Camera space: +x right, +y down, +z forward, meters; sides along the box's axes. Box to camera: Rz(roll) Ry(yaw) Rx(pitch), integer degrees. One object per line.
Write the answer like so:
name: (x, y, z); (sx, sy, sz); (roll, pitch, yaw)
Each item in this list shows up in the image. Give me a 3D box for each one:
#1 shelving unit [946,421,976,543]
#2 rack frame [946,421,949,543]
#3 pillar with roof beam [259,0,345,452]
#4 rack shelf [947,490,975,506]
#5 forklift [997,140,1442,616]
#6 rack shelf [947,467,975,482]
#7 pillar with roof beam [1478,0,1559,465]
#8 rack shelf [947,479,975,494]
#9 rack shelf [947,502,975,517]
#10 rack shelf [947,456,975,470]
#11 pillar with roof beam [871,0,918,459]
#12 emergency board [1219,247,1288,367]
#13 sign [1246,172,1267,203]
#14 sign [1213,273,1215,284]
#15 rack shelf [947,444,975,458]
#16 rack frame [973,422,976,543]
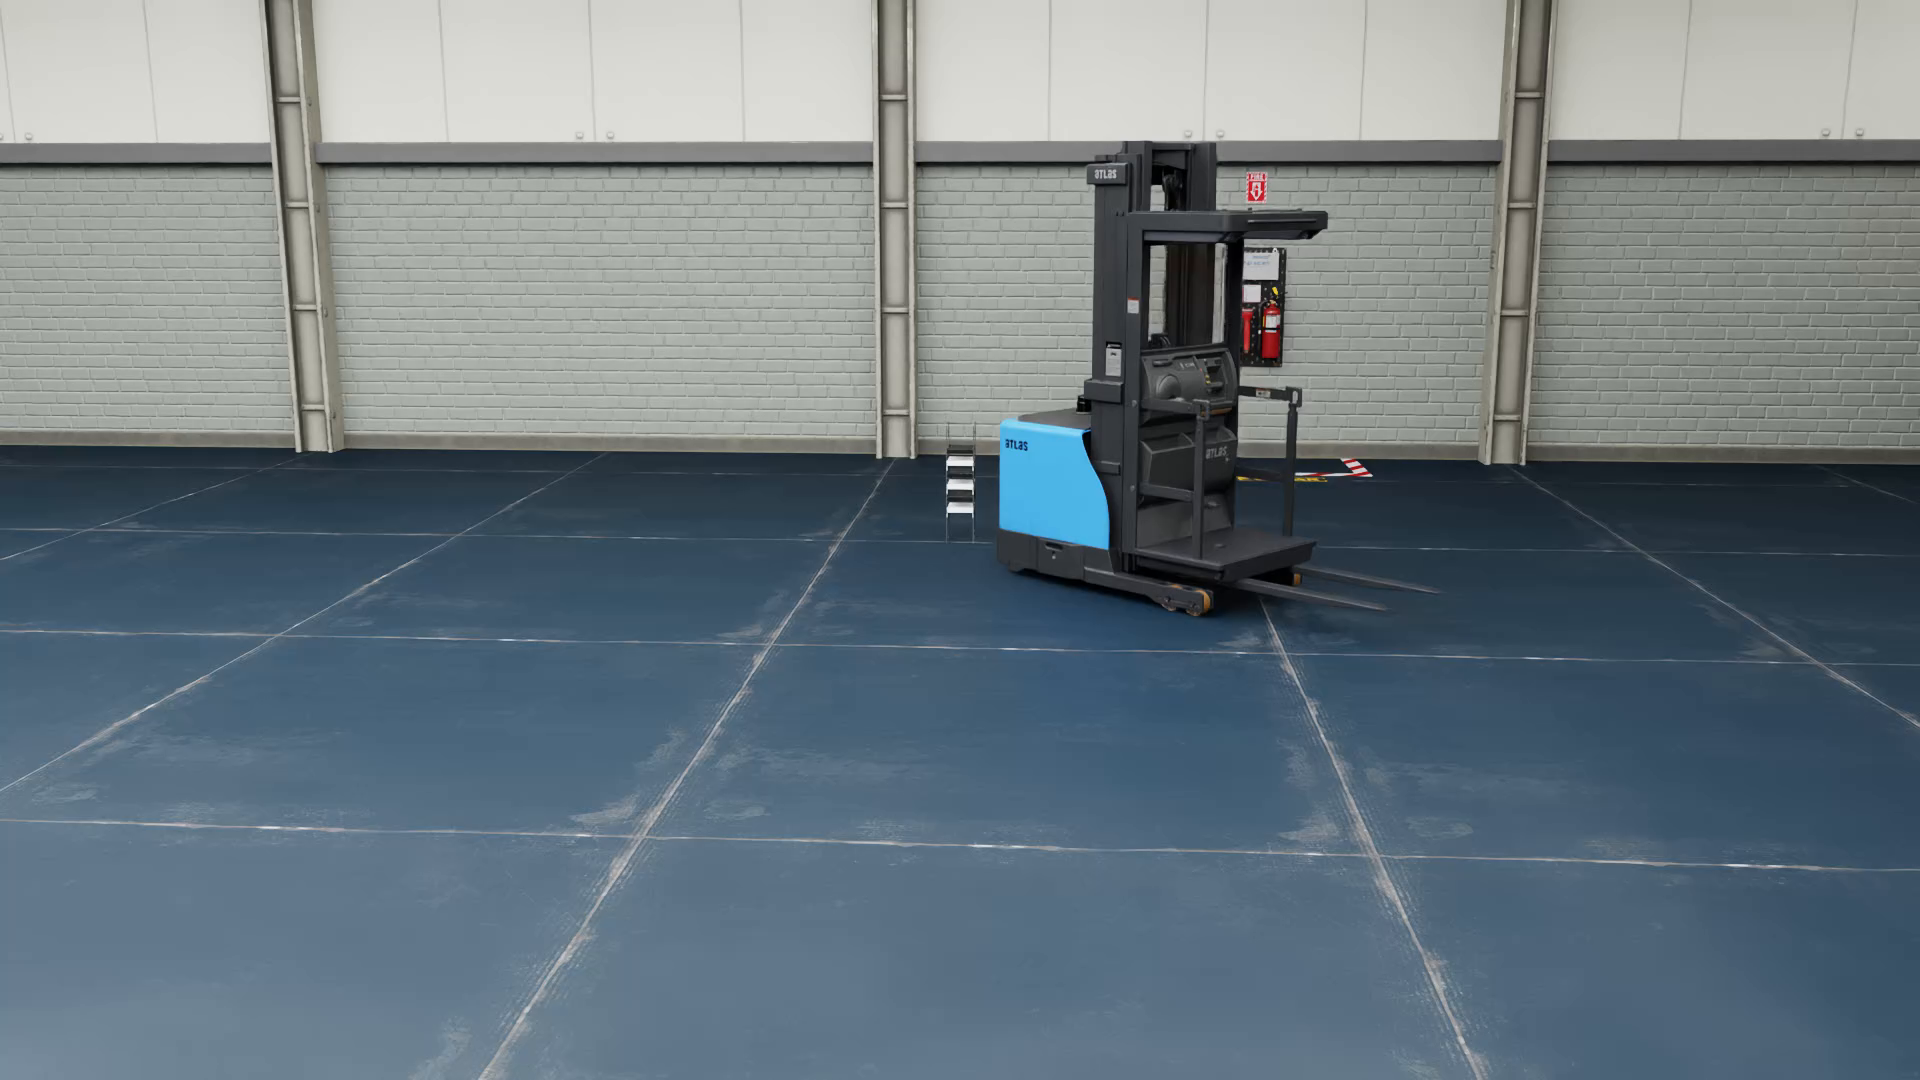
shelving unit: (0.008, -0.440, 12.675); (0.210, 0.900, 0.258); (1, 12, 4)
rack frame: (-0.093, -0.442, 12.682); (0.006, 0.900, 0.240); (1, 12, 4)
pillar with roof beam: (-6.908, -4.458, 12.101); (0.400, 9.000, 9.100); (1, 12, 4)
rack shelf: (0.008, -0.320, 12.701); (0.200, 0.077, 0.258); (1, 12, 4)
forklift: (1.655, -1.075, 10.747); (1.130, 2.935, 3.031); (-11, 16, -44)
rack shelf: (0.008, -0.496, 12.664); (0.200, 0.077, 0.258); (1, 12, 4)
pillar with roof beam: (5.065, -4.294, 11.316); (0.400, 9.000, 9.100); (1, 12, 4)
rack shelf: (0.008, -0.408, 12.682); (0.200, 0.077, 0.258); (1, 12, 4)
rack shelf: (0.008, -0.232, 12.719); (0.200, 0.077, 0.258); (1, 12, 4)
rack shelf: (0.008, -0.584, 12.645); (0.200, 0.077, 0.258); (1, 12, 4)
pillar with roof beam: (-0.922, -4.376, 11.709); (0.400, 9.000, 9.100); (1, 12, 4)
emergency board: (2.890, -2.278, 16.334); (0.643, 1.169, 0.194); (1, 12, 4)
sign: (2.888, -3.433, 16.194); (0.199, 0.298, 0.001); (1, 12, 4)
sign: (2.349, -2.582, 16.404); (0.331, 0.109, 0.001); (1, 12, 4)
rack shelf: (0.008, -0.672, 12.627); (0.200, 0.077, 0.258); (1, 12, 4)
rack frame: (0.110, -0.439, 12.669); (0.006, 0.900, 0.240); (1, 12, 4)
